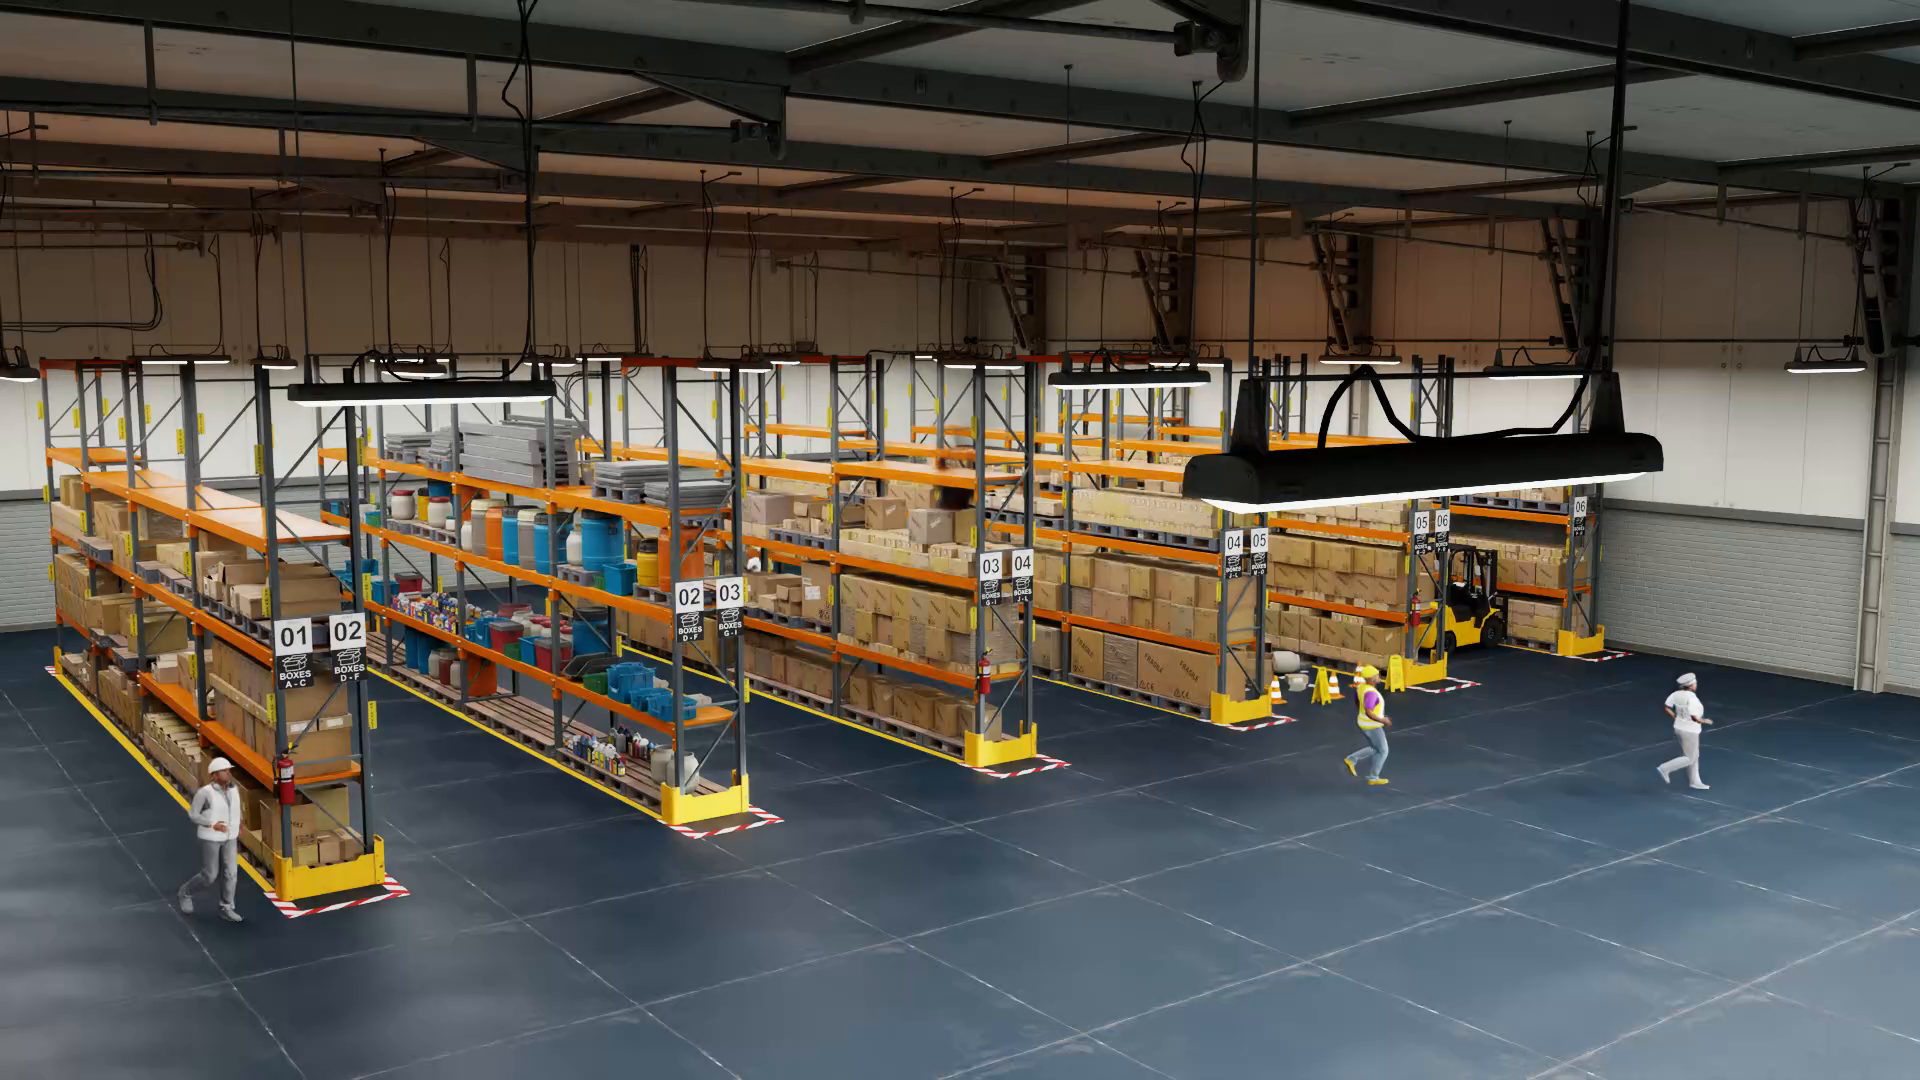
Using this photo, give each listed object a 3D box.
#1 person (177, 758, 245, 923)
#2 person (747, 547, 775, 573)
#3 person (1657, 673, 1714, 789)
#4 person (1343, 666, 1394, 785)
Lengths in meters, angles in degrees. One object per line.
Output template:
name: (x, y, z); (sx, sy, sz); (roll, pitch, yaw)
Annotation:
person: (-8.151, 3.266, 18.323); (0.825, 1.758, 0.693); (4, 8, 28)
person: (-4.418, 0.983, 37.310); (0.683, 1.726, 0.633); (-6, 9, -43)
person: (10.188, 2.699, 23.381); (0.851, 1.692, 0.579); (-1, 7, -8)
person: (5.815, 2.640, 23.690); (0.625, 1.719, 0.700); (0, 7, -2)
